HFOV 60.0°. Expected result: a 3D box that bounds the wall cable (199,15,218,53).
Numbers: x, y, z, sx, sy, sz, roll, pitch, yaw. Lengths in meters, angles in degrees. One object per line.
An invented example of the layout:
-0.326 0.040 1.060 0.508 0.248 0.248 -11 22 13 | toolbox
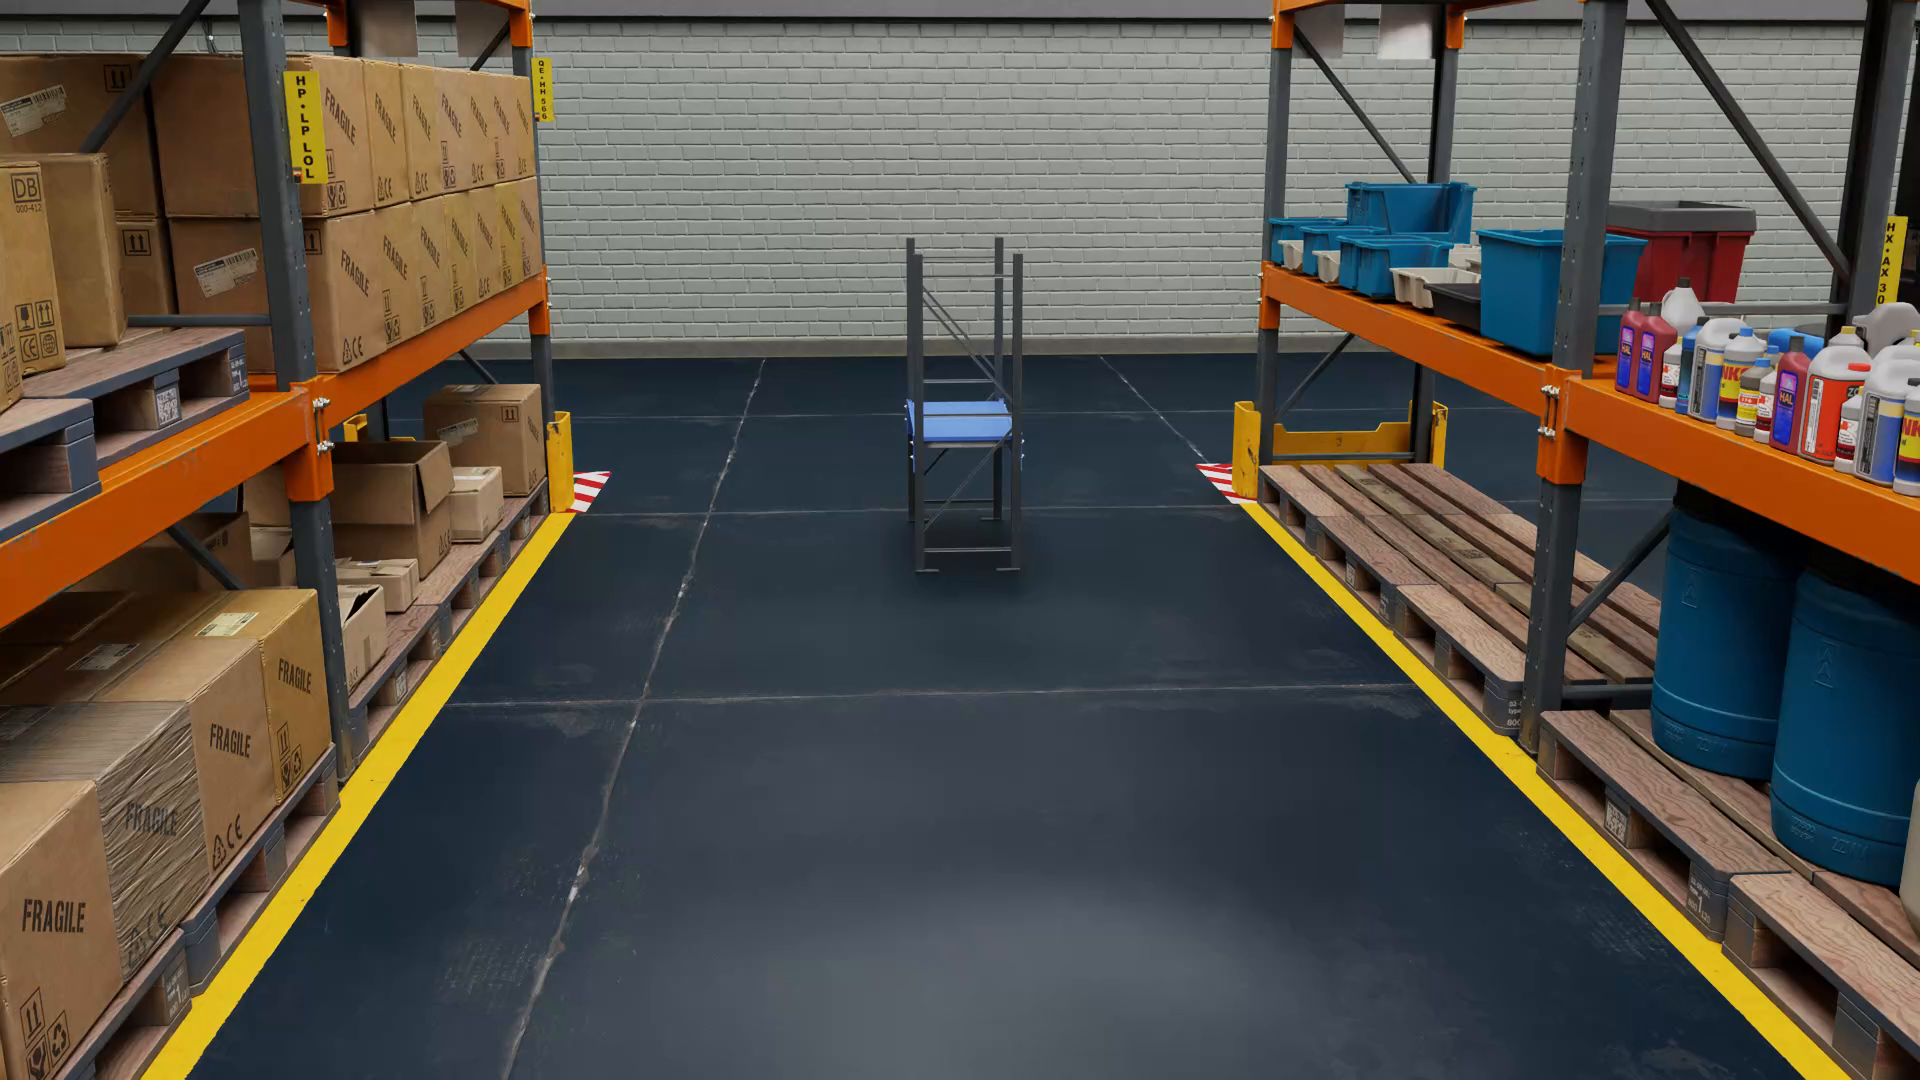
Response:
-7.692 -4.392 13.768 3.097 2.526 0.112 -1 14 -3 | wall cable

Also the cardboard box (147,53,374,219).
-2.255 -1.315 5.410 0.500 0.500 0.500 -1 14 -2 | cardboard box

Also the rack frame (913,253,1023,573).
0.037 -0.579 7.766 0.500 1.500 0.032 -1 14 -3 | rack frame

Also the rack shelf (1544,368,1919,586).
2.561 0.110 3.524 1.077 0.370 4.000 -1 14 -3 | rack shelf

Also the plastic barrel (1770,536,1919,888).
2.498 0.388 4.366 0.600 0.901 0.708 -1 14 -3 | plastic barrel

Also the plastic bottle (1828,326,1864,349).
2.661 -0.540 5.006 0.097 0.201 0.097 0 14 0 | plastic bottle

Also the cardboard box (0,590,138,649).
-2.720 0.461 4.849 0.500 0.500 0.500 -2 15 -6 | cardboard box

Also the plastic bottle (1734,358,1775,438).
2.094 -0.374 4.361 0.097 0.201 0.097 0 14 0 | plastic bottle

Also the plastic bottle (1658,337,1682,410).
2.068 -0.481 4.773 0.097 0.201 0.097 0 14 0 | plastic bottle

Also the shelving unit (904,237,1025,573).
0.005 -0.705 8.257 0.538 1.500 1.048 -1 14 -3 | shelving unit

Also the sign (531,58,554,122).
-2.200 -2.373 8.771 0.100 0.325 0.005 -1 14 -3 | sign

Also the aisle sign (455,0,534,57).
-2.453 -2.936 8.701 0.394 0.787 0.004 -1 14 -3 | aisle sign

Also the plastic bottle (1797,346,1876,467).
2.143 -0.325 4.018 0.152 0.276 0.135 -1 14 -3 | plastic bottle

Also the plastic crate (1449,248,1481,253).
2.424 -1.360 8.201 0.396 0.136 0.243 -1 14 -3 | plastic crate

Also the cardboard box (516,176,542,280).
-2.455 -1.597 8.512 0.500 0.500 0.500 0 14 -2 | cardboard box

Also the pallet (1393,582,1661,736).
2.353 0.432 6.424 1.003 0.211 1.213 -1 14 -3 | pallet

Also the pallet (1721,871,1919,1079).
2.522 1.111 3.785 1.003 0.211 1.213 -1 14 -3 | pallet

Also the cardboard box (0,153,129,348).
-2.701 -0.791 4.538 0.700 0.500 0.500 -6 16 -22 | cardboard box

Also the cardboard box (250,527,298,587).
-2.872 0.105 6.613 0.500 0.311 0.500 -1 14 -3 | cardboard box

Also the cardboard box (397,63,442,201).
-2.319 -1.571 6.405 0.500 0.500 0.500 -1 14 -5 | cardboard box

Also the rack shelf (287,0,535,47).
-2.631 -2.262 6.723 1.077 0.370 4.000 -1 14 -3 | rack shelf

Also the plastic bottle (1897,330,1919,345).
2.819 -0.519 4.921 0.097 0.201 0.097 0 14 0 | plastic bottle

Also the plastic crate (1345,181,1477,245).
2.396 -1.697 8.910 0.616 0.435 0.499 -1 14 -3 | plastic crate

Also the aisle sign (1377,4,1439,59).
2.477 -3.012 8.997 0.394 0.787 0.004 -1 14 -3 | aisle sign

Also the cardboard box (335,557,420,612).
-2.381 0.176 6.627 0.380 0.166 0.250 -1 14 -3 | cardboard box

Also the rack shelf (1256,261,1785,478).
2.313 -0.885 7.391 1.077 0.370 4.000 -1 14 -3 | rack shelf

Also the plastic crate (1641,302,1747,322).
2.551 -0.755 5.852 0.396 0.136 0.243 -1 14 -3 | plastic crate

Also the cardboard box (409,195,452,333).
-2.330 -1.092 6.549 0.500 0.500 0.500 -1 14 -4 | cardboard box

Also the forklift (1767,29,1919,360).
4.685 -1.099 6.916 1.130 2.935 3.031 -1 14 -4 | forklift

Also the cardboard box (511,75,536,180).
-2.453 -2.082 8.390 0.500 0.500 0.500 -1 14 -4 | cardboard box

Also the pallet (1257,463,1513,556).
2.202 -0.175 8.782 1.003 0.211 1.213 -1 14 -3 | pallet

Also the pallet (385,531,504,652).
-2.627 0.215 7.268 1.003 0.211 1.213 -1 14 -3 | pallet

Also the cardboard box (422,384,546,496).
-2.475 -0.527 8.686 0.500 0.500 0.500 -1 14 -3 | cardboard box

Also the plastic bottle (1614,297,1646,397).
2.034 -0.582 5.002 0.061 0.283 0.133 -1 14 -3 | plastic bottle

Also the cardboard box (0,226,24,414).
-2.336 -0.474 3.305 0.700 0.500 0.500 -5 15 -18 | cardboard box

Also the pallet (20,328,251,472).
-2.566 -0.367 4.319 1.003 0.211 1.213 -1 14 -3 | pallet

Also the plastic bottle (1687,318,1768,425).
2.108 -0.464 4.559 0.152 0.276 0.135 -1 14 -3 | plastic bottle

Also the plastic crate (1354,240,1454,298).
1.976 -1.210 7.426 0.416 0.233 0.300 -1 14 -3 | plastic crate

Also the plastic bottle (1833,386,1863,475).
2.123 -0.259 3.914 0.097 0.201 0.097 0 14 0 | plastic bottle

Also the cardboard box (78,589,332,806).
-2.190 0.455 4.871 0.500 0.500 0.500 -1 14 -4 | cardboard box

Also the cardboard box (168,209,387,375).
-2.267 -0.840 5.571 0.500 0.500 0.500 -1 14 -2 | cardboard box

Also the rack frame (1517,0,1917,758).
2.437 -0.736 5.368 1.000 3.000 0.127 -1 14 -3 | rack frame

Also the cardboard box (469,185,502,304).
-2.394 -1.344 7.528 0.500 0.500 0.500 -1 14 -3 | cardboard box

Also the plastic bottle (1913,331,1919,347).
2.677 -0.487 4.496 0.144 0.351 0.185 -1 14 -3 | plastic bottle

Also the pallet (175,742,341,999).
-2.419 0.892 4.638 1.003 0.211 1.213 -1 14 -3 | pallet

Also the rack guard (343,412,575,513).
-2.750 -0.426 9.179 1.175 0.500 0.348 -1 14 -3 | rack guard

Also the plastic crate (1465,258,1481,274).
2.503 -1.218 7.648 0.298 0.136 0.250 -1 14 -3 | plastic crate

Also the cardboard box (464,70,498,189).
-2.384 -1.827 7.401 0.500 0.500 0.500 0 14 -2 | cardboard box

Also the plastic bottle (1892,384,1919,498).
2.137 -0.236 3.681 0.097 0.271 0.097 0 14 0 | plastic bottle

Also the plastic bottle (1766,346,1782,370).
2.232 -0.435 4.594 0.097 0.201 0.097 0 14 0 | plastic bottle

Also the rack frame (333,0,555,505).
-2.755 -1.655 8.941 1.000 3.000 0.127 -1 14 -3 | rack frame

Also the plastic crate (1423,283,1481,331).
2.100 -0.906 6.460 0.437 0.125 0.590 -1 14 -3 | plastic crate

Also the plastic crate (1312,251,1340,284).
1.855 -1.316 8.030 0.250 0.136 0.298 -1 14 -3 | plastic crate

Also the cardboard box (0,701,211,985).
-2.137 0.703 3.908 0.500 0.500 0.500 -1 14 -3 | cardboard box

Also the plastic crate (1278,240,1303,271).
1.813 -1.485 8.686 0.250 0.136 0.298 -1 14 -3 | plastic crate
